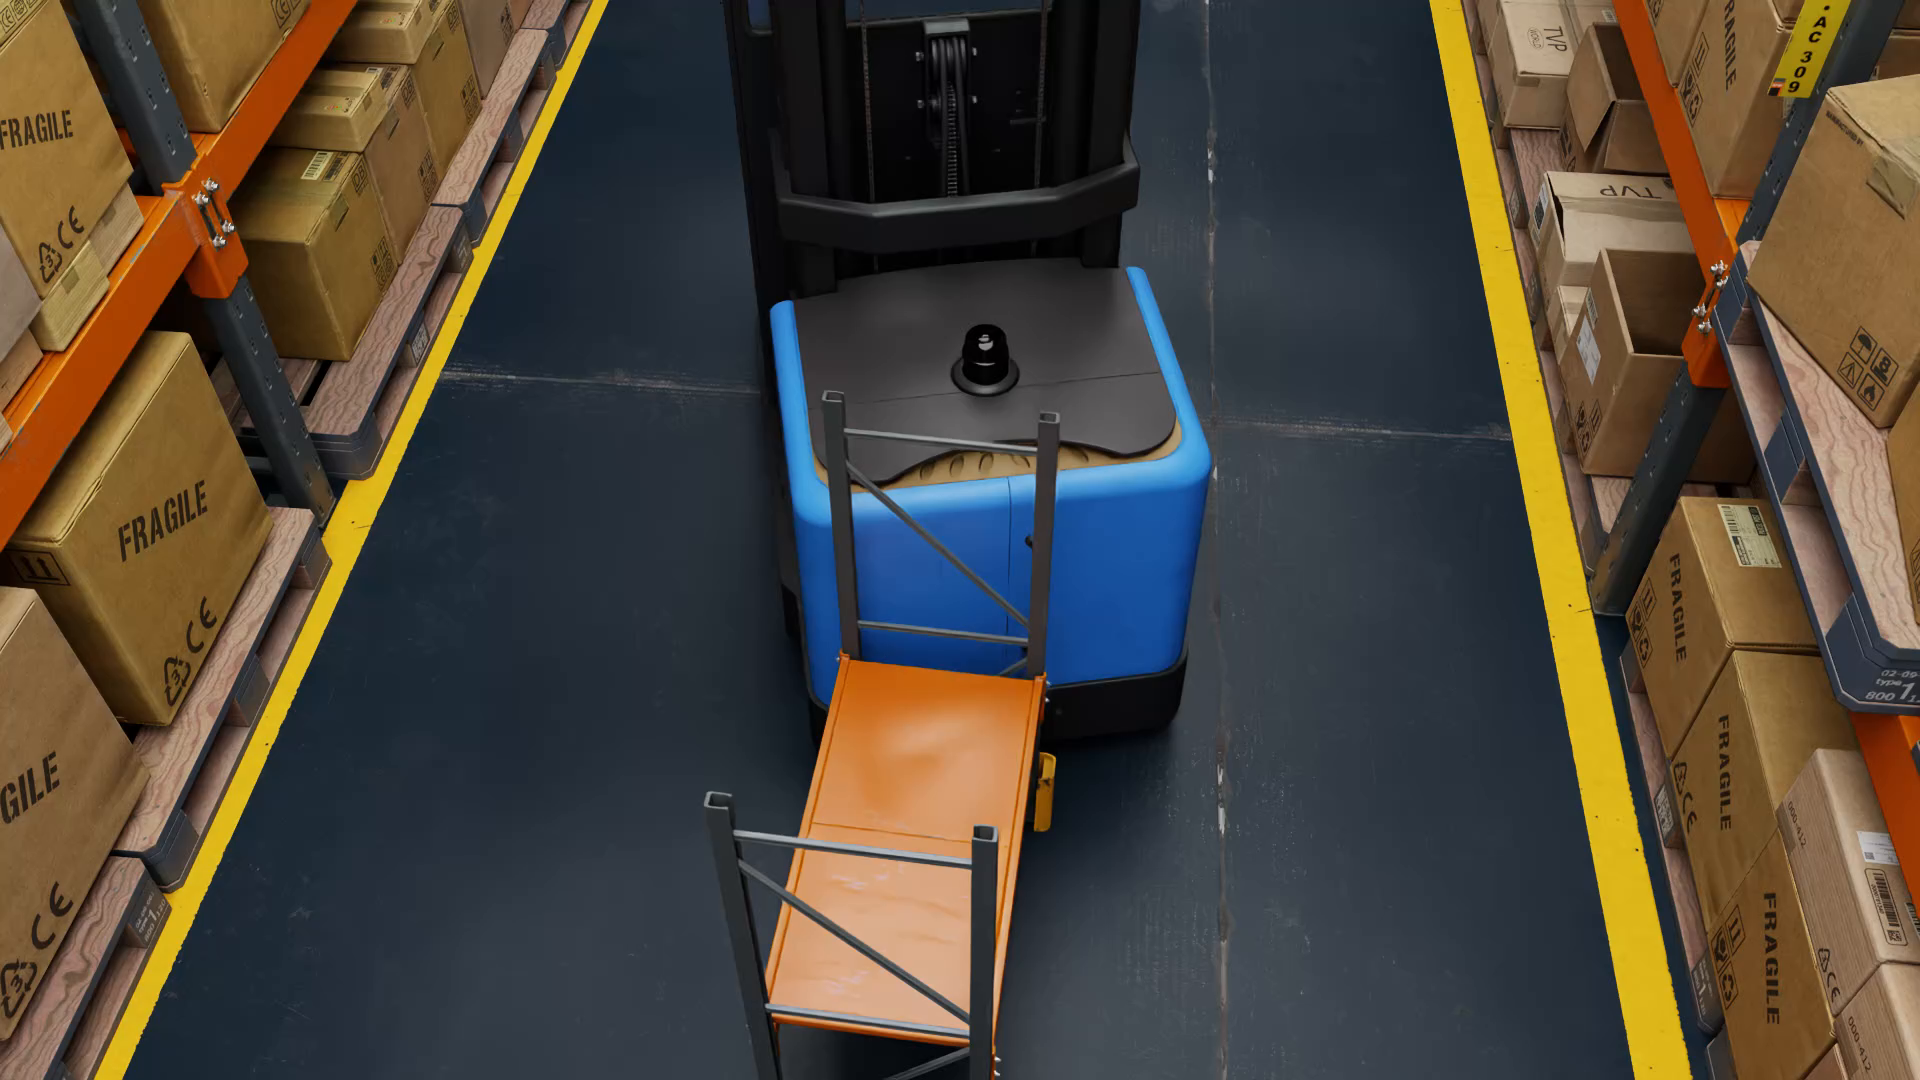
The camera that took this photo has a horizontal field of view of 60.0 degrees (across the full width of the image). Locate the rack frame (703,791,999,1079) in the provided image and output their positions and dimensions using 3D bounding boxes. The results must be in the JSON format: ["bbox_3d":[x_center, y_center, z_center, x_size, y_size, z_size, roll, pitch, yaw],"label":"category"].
[{"bbox_3d":[-0.184,0.970,3.346,0.500,1.500,0.032,6,48,5],"label":"rack frame"}]

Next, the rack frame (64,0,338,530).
[{"bbox_3d":[-2.511,-1.123,4.245,1.000,3.000,0.127,4,48,4],"label":"rack frame"}]

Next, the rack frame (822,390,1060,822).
[{"bbox_3d":[-0.041,0.228,4.025,0.500,1.500,0.032,6,48,5],"label":"rack frame"}]

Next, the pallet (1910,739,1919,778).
[{"bbox_3d":[2.230,0.782,2.632,1.003,0.211,1.213,4,48,4],"label":"pallet"}]

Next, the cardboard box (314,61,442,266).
[{"bbox_3d":[-2.292,-1.333,5.846,0.700,0.500,0.500,3,48,3],"label":"cardboard box"}]

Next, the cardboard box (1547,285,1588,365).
[{"bbox_3d":[2.166,-0.697,5.488,0.380,0.149,0.250,4,48,4],"label":"cardboard box"}]

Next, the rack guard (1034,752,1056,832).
[{"bbox_3d":[-0.041,0.650,4.486,0.587,0.250,0.087,6,48,5],"label":"rack guard"}]

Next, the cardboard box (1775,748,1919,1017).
[{"bbox_3d":[2.045,0.723,3.444,0.500,0.250,0.500,4,48,4],"label":"cardboard box"}]

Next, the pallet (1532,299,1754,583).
[{"bbox_3d":[2.486,-0.356,5.433,1.003,0.211,1.213,4,48,4],"label":"pallet"}]

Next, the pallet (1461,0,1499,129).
[{"bbox_3d":[2.708,-2.149,7.073,1.003,0.211,1.213,4,48,4],"label":"pallet"}]

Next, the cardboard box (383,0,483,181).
[{"bbox_3d":[-2.243,-1.710,6.191,0.700,0.500,0.500,5,48,4],"label":"cardboard box"}]

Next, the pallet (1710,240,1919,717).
[{"bbox_3d":[2.241,-0.148,3.483,1.003,0.211,1.213,4,48,4],"label":"pallet"}]

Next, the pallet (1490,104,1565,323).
[{"bbox_3d":[2.595,-1.255,6.255,1.003,0.211,1.213,4,48,4],"label":"pallet"}]

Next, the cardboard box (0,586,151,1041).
[{"bbox_3d":[-2.519,0.600,3.841,0.750,0.750,0.750,5,48,5],"label":"cardboard box"}]

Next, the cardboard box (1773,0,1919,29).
[{"bbox_3d":[2.211,-1.553,3.892,0.500,0.500,0.500,4,48,4],"label":"cardboard box"}]

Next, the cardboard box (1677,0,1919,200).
[{"bbox_3d":[2.212,-1.211,4.257,0.500,0.500,0.500,5,48,4],"label":"cardboard box"}]

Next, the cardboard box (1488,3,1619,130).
[{"bbox_3d":[2.364,-1.838,6.463,0.500,0.250,0.500,4,48,4],"label":"cardboard box"}]

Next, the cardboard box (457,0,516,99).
[{"bbox_3d":[-2.201,-2.102,6.550,0.700,0.500,0.500,2,48,2],"label":"cardboard box"}]

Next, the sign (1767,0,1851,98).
[{"bbox_3d":[1.881,-1.116,3.651,0.100,0.325,0.005,4,48,4],"label":"sign"}]

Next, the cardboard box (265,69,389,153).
[{"bbox_3d":[-2.128,-1.422,5.488,0.380,0.149,0.250,5,48,5],"label":"cardboard box"}]

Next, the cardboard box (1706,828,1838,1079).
[{"bbox_3d":[2.045,1.001,3.698,0.500,0.500,0.500,4,48,4],"label":"cardboard box"}]

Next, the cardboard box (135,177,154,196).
[{"bbox_3d":[-2.552,-1.090,5.184,0.380,0.149,0.250,4,48,3],"label":"cardboard box"}]

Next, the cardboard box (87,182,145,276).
[{"bbox_3d":[-2.260,-0.778,4.085,0.380,0.149,0.250,4,48,4],"label":"cardboard box"}]

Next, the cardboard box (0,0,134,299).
[{"bbox_3d":[-2.302,-0.908,3.765,0.500,0.500,0.500,3,48,3],"label":"cardboard box"}]

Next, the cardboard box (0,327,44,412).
[{"bbox_3d":[-2.328,-0.404,3.743,0.380,0.149,0.250,5,48,5],"label":"cardboard box"}]

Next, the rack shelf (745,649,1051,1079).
[{"bbox_3d":[-0.112,0.720,3.818,0.538,0.185,1.000,6,48,5],"label":"rack shelf"}]

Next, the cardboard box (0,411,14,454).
[{"bbox_3d":[-2.293,-0.205,3.562,0.380,0.149,0.250,4,48,4],"label":"cardboard box"}]

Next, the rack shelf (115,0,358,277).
[{"bbox_3d":[-2.329,-2.350,5.854,1.077,0.370,4.000,4,48,4],"label":"rack shelf"}]

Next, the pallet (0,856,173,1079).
[{"bbox_3d":[-2.615,1.289,3.928,1.003,0.211,1.213,4,48,4],"label":"pallet"}]

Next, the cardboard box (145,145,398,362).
[{"bbox_3d":[-2.341,-0.964,5.508,0.700,0.500,0.500,4,48,4],"label":"cardboard box"}]

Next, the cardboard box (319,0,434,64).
[{"bbox_3d":[-2.080,-1.806,5.839,0.380,0.149,0.250,3,48,2],"label":"cardboard box"}]

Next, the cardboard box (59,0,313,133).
[{"bbox_3d":[-2.445,-1.622,4.498,0.980,0.700,0.700,5,48,4],"label":"cardboard box"}]

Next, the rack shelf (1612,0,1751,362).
[{"bbox_3d":[2.605,-2.020,5.552,1.077,0.370,4.000,4,48,4],"label":"rack shelf"}]

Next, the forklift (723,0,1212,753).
[{"bbox_3d":[-0.108,-1.469,4.608,1.130,2.935,3.031,-6,48,-6],"label":"forklift"}]

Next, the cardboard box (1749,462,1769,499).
[{"bbox_3d":[2.676,-0.328,5.041,0.500,0.311,0.500,4,48,4],"label":"cardboard box"}]

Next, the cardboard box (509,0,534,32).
[{"bbox_3d":[-2.156,-2.472,6.888,0.700,0.500,0.500,4,48,3],"label":"cardboard box"}]

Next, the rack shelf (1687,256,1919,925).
[{"bbox_3d":[2.240,0.919,2.864,1.077,0.370,4.000,4,48,4],"label":"rack shelf"}]

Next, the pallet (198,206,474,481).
[{"bbox_3d":[-2.364,-0.736,5.780,1.003,0.211,1.213,4,48,4],"label":"pallet"}]

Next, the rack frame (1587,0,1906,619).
[{"bbox_3d":[2.422,-0.793,3.943,1.000,3.000,0.127,4,48,4],"label":"rack frame"}]

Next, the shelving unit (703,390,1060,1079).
[{"bbox_3d":[-0.111,0.592,3.692,0.587,1.500,1.083,6,48,5],"label":"shelving unit"}]

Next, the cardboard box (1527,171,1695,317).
[{"bbox_3d":[2.260,-1.023,5.677,0.500,0.311,0.500,4,48,4],"label":"cardboard box"}]

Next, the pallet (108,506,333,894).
[{"bbox_3d":[-2.506,0.390,4.750,1.003,0.211,1.213,4,48,4],"label":"pallet"}]

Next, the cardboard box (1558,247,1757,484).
[{"bbox_3d":[2.192,-0.536,5.103,0.500,0.500,0.500,4,48,4],"label":"cardboard box"}]

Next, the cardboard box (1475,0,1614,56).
[{"bbox_3d":[2.409,-2.205,6.799,0.500,0.250,0.500,4,48,4],"label":"cardboard box"}]

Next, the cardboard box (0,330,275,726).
[{"bbox_3d":[-2.441,-0.053,4.438,0.750,0.750,0.750,4,48,4],"label":"cardboard box"}]

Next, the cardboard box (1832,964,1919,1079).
[{"bbox_3d":[1.999,1.092,3.106,0.500,0.250,0.500,3,48,3],"label":"cardboard box"}]

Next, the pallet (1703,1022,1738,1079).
[{"bbox_3d":[2.277,1.647,3.600,1.003,0.211,1.213,4,48,4],"label":"pallet"}]

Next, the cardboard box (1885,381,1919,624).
[{"bbox_3d":[2.157,-0.126,2.980,0.700,0.500,0.500,11,48,10],"label":"cardboard box"}]

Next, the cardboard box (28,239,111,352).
[{"bbox_3d":[-2.259,-0.591,3.914,0.380,0.149,0.250,5,48,4],"label":"cardboard box"}]

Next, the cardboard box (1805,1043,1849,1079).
[{"bbox_3d":[1.998,1.372,3.358,0.500,0.500,0.500,2,48,2],"label":"cardboard box"}]

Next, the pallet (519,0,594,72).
[{"bbox_3d":[-2.141,-2.529,7.420,1.003,0.211,1.213,4,48,4],"label":"pallet"}]

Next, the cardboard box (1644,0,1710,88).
[{"bbox_3d":[2.258,-1.590,4.604,0.500,0.500,0.500,5,48,5],"label":"cardboard box"}]

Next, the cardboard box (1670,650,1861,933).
[{"bbox_3d":[2.098,0.634,4.033,0.500,0.500,0.500,4,48,4],"label":"cardboard box"}]

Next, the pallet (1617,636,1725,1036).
[{"bbox_3d":[2.386,0.748,4.423,1.003,0.211,1.213,4,48,4],"label":"pallet"}]

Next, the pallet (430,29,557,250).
[{"bbox_3d":[-2.255,-1.635,6.602,1.003,0.211,1.213,4,48,4],"label":"pallet"}]

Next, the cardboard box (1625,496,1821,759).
[{"bbox_3d":[2.136,0.241,4.392,0.500,0.500,0.500,2,48,2],"label":"cardboard box"}]

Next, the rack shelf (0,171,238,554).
[{"bbox_3d":[-2.693,0.589,3.166,1.077,0.370,4.000,4,48,4],"label":"rack shelf"}]

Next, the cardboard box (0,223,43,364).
[{"bbox_3d":[-2.339,-0.533,3.421,0.500,0.500,0.500,4,48,4],"label":"cardboard box"}]

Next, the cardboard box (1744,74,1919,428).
[{"bbox_3d":[2.156,-0.635,3.446,0.700,0.500,0.500,-11,48,-10],"label":"cardboard box"}]

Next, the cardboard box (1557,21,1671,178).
[{"bbox_3d":[2.588,-1.480,5.964,0.797,0.503,0.637,4,48,4],"label":"cardboard box"}]
